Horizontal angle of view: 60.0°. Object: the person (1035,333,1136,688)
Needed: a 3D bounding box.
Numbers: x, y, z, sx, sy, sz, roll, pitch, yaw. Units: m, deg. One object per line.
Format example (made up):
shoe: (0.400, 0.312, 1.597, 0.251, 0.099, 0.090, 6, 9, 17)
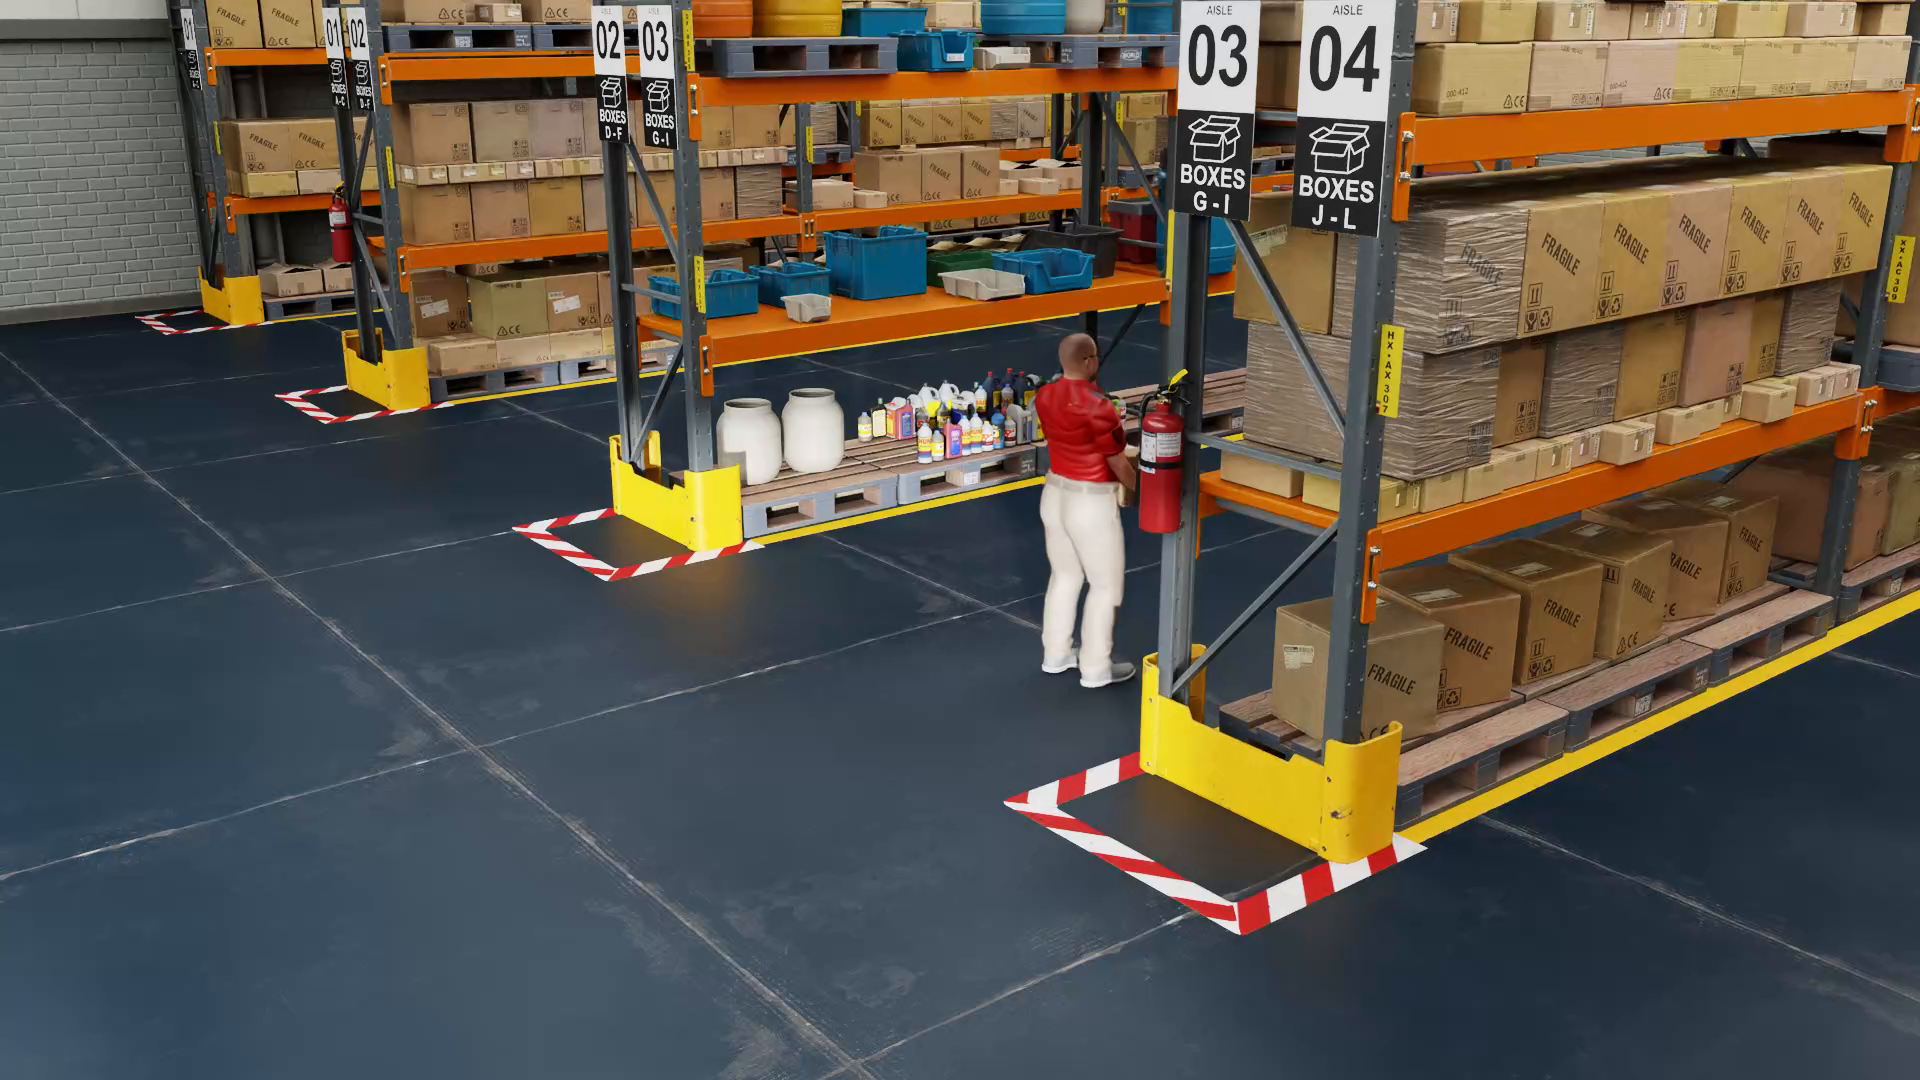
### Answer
person: (0.655, -0.165, 8.098, 0.530, 1.725, 0.514, -14, 22, -36)
